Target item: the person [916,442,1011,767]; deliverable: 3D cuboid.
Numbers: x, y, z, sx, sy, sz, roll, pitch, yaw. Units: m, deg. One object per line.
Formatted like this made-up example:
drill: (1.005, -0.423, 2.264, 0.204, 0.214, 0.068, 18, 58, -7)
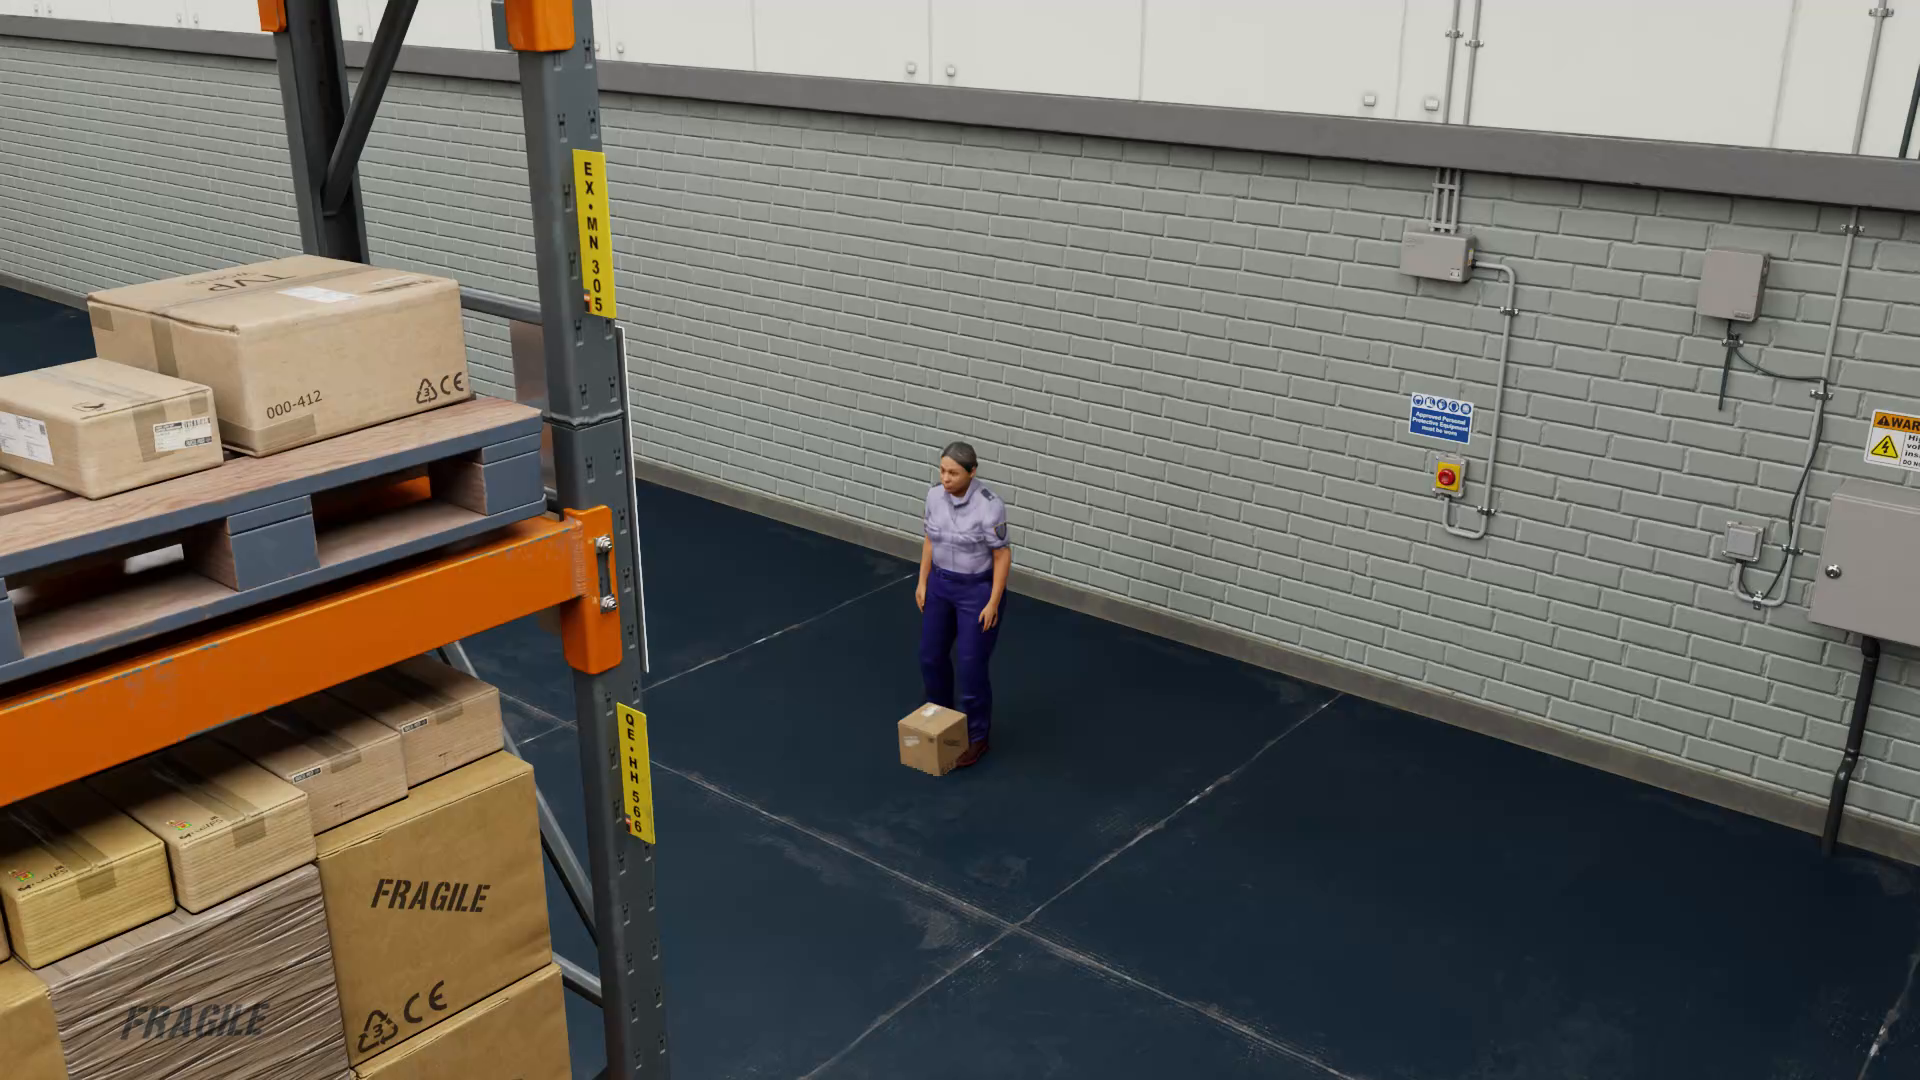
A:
person: (-0.010, 0.295, 8.310, 0.537, 1.638, 0.422, 15, 25, 35)
